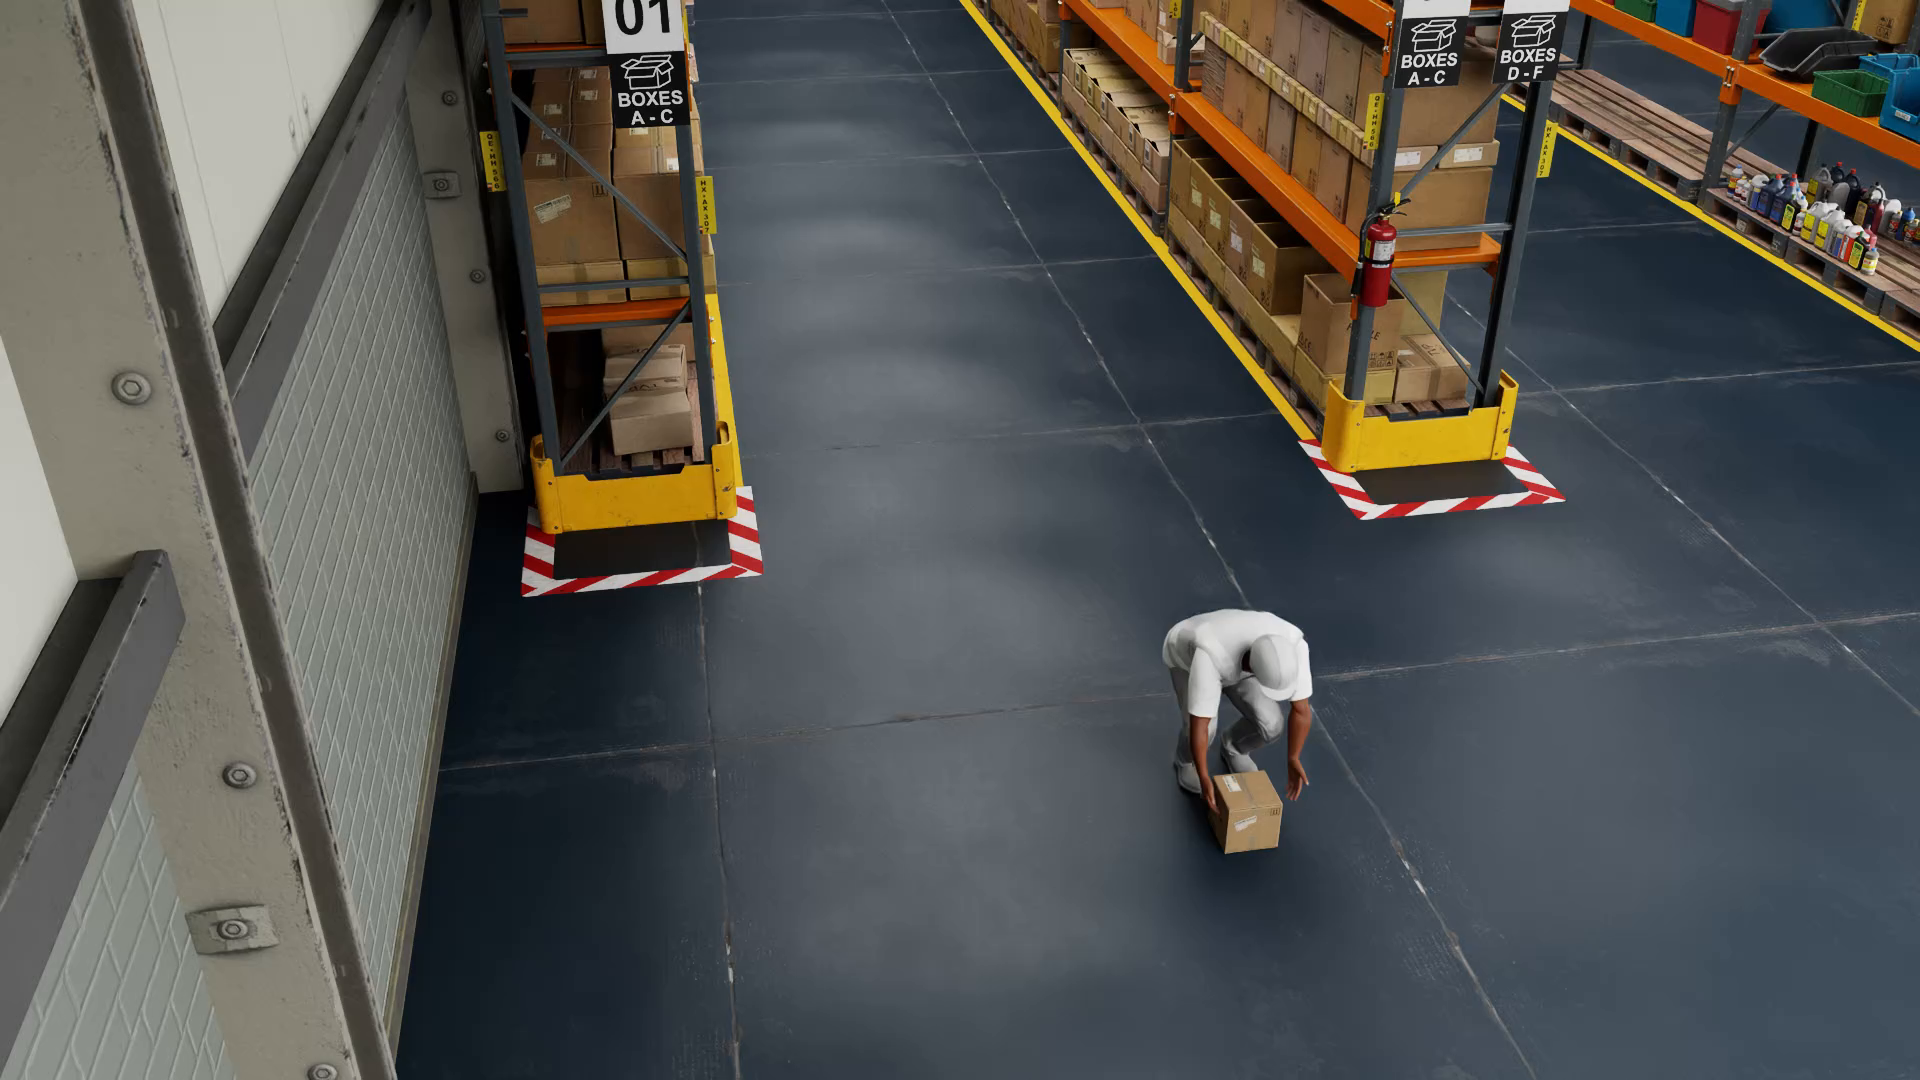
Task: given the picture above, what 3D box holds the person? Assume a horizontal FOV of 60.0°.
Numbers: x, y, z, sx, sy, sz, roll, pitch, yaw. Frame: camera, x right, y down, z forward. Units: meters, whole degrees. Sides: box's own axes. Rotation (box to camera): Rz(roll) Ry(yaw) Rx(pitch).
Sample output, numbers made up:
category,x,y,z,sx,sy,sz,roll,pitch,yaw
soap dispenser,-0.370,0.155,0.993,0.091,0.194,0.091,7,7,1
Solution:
category,x,y,z,sx,sy,sz,roll,pitch,yaw
person,1.273,0.705,7.639,0.593,1.039,0.884,-5,31,-9
